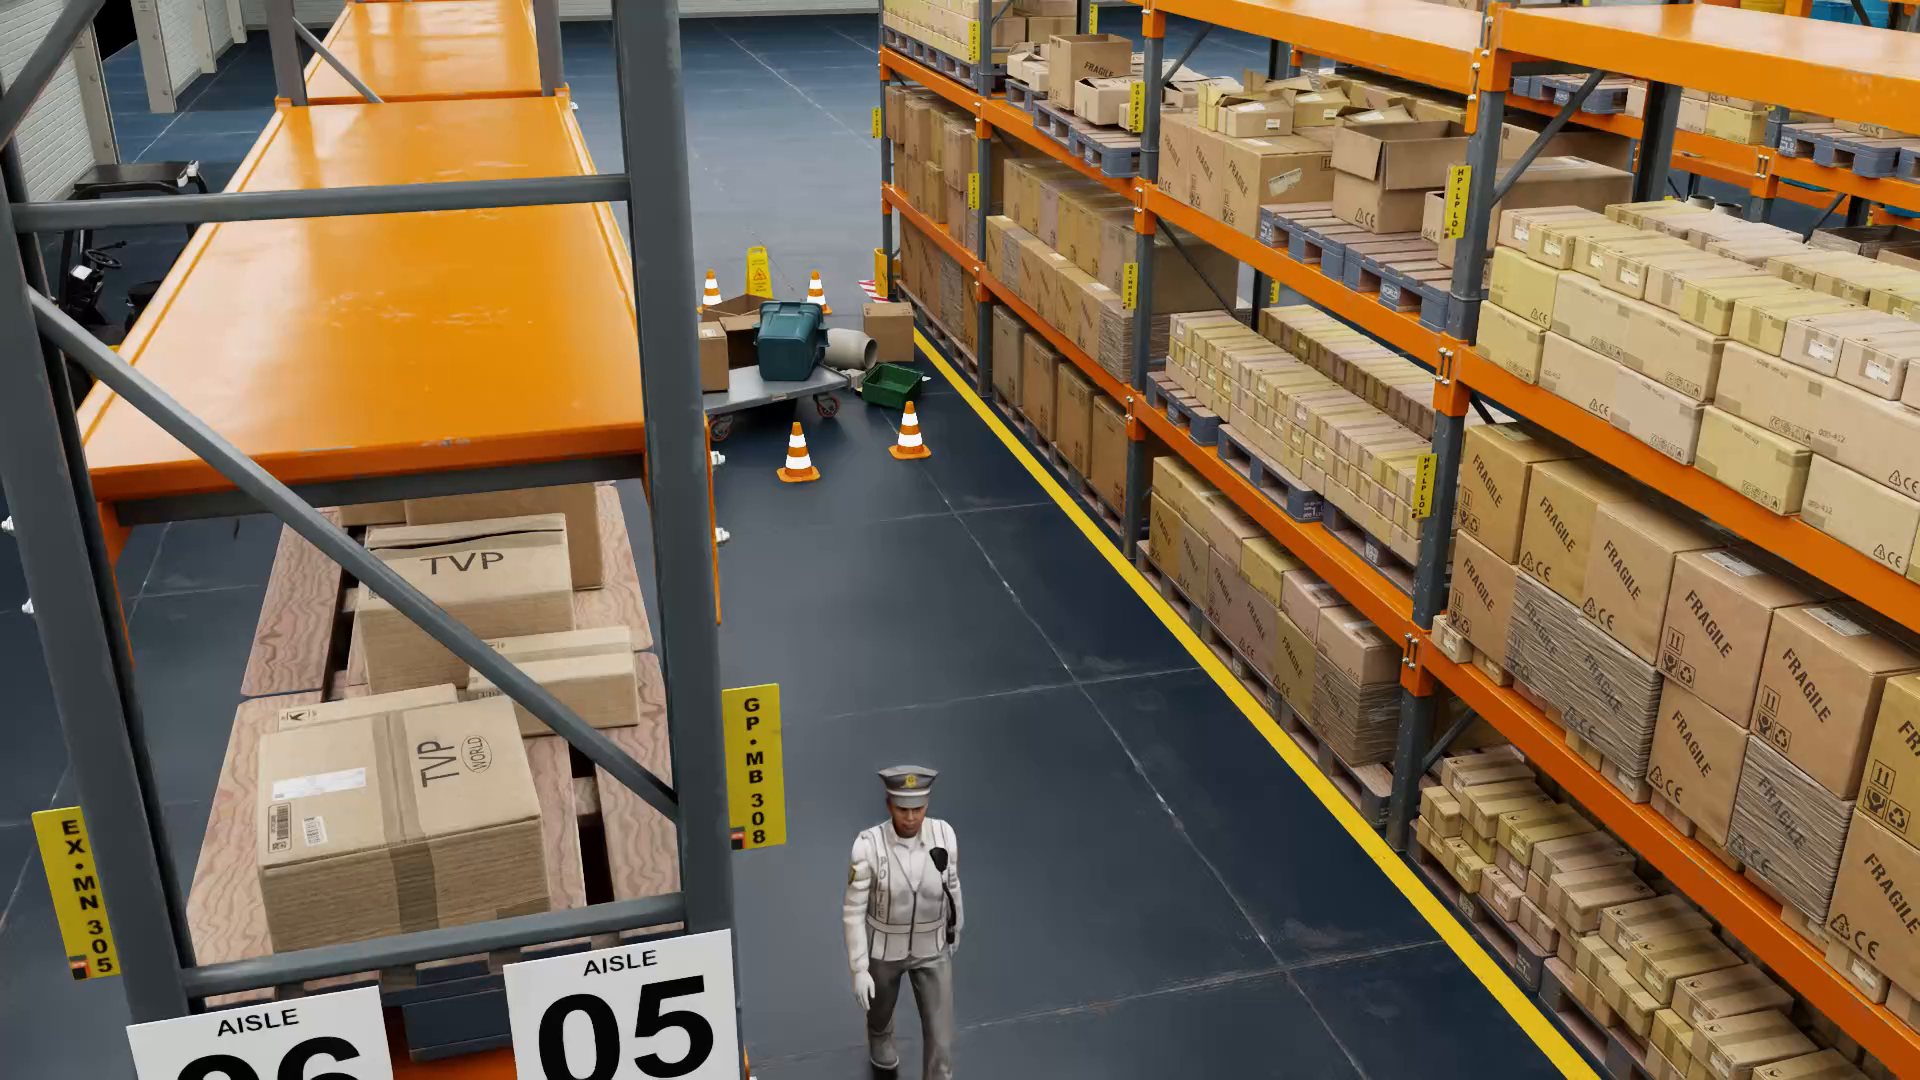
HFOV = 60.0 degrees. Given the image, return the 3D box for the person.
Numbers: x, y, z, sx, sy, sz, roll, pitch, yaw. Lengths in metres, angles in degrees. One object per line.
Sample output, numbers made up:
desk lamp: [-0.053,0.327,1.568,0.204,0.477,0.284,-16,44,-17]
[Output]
person: [-0.208,1.654,6.699,0.523,1.622,1.003,-4,23,-9]
